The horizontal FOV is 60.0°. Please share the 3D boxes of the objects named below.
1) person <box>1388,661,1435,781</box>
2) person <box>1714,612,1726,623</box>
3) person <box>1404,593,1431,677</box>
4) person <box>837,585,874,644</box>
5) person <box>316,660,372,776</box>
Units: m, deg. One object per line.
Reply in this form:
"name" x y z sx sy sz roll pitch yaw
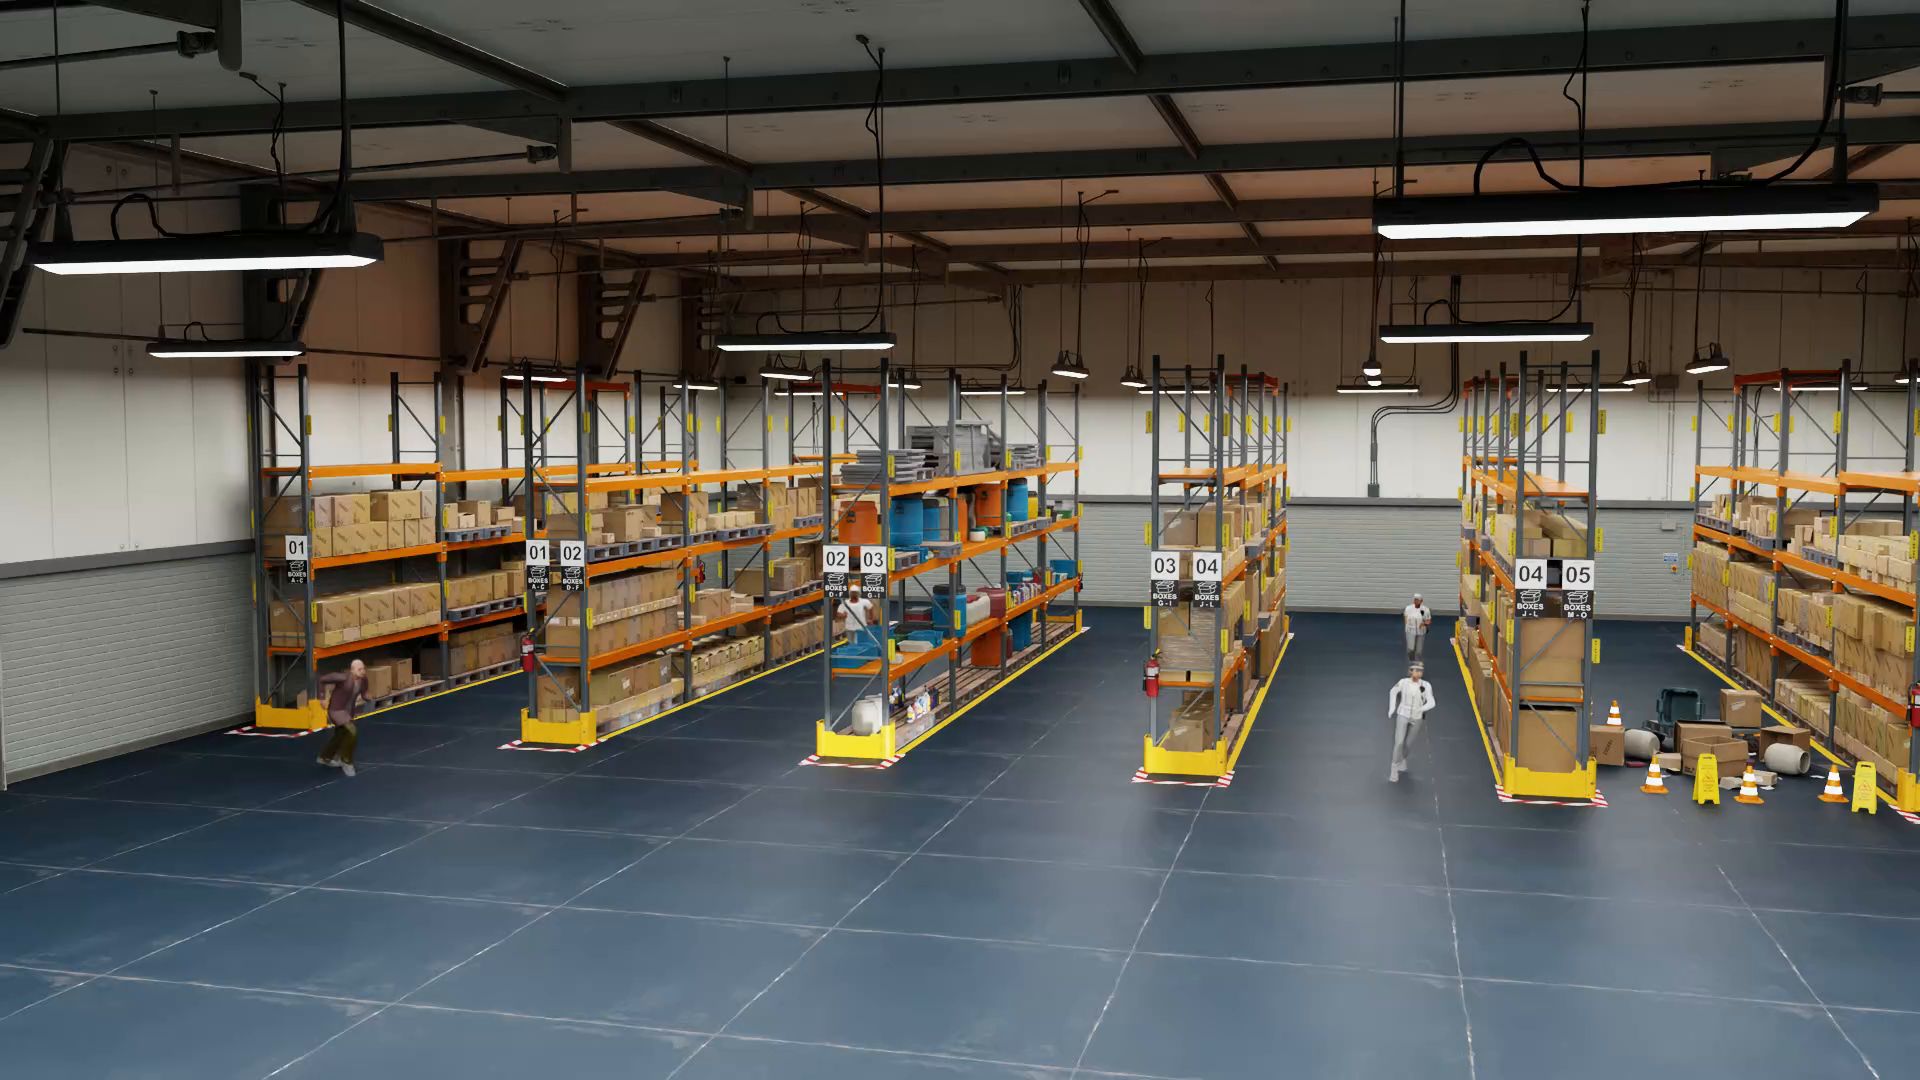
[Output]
"person" 6.390 2.519 23.536 0.633 1.650 0.922 1 4 11
"person" 17.907 1.502 38.909 0.642 1.704 0.768 0 4 -5
"person" 9.151 1.901 33.289 0.497 1.683 0.789 1 4 10
"person" -2.111 1.807 33.452 0.664 1.823 0.870 1 4 13
"person" -8.890 2.554 23.863 1.061 1.712 0.756 2 4 28
